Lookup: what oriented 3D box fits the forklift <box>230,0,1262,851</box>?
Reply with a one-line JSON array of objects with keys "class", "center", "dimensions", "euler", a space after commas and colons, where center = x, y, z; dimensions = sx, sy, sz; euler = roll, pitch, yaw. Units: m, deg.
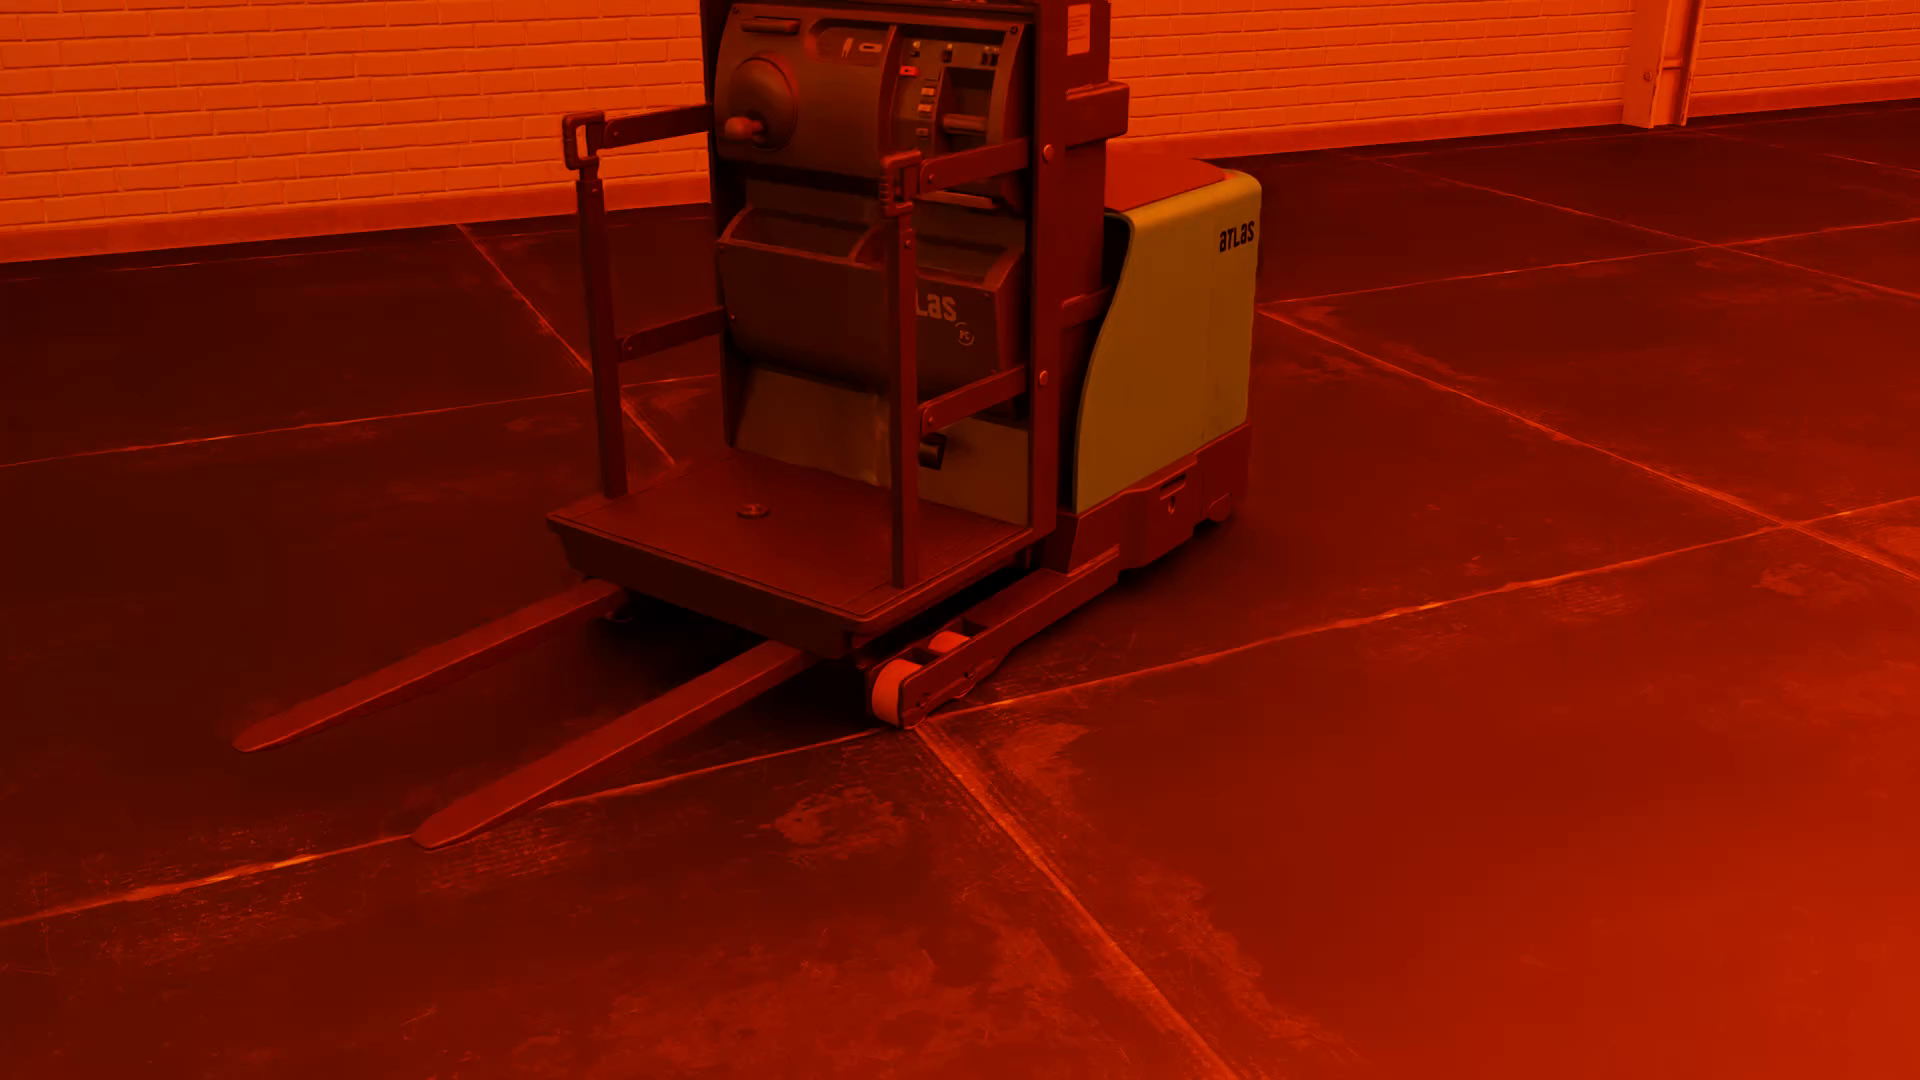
[{"class": "forklift", "center": [-0.368, -1.109, 3.957], "dimensions": [1.130, 2.935, 3.031], "euler": [16, 27, 33]}]
